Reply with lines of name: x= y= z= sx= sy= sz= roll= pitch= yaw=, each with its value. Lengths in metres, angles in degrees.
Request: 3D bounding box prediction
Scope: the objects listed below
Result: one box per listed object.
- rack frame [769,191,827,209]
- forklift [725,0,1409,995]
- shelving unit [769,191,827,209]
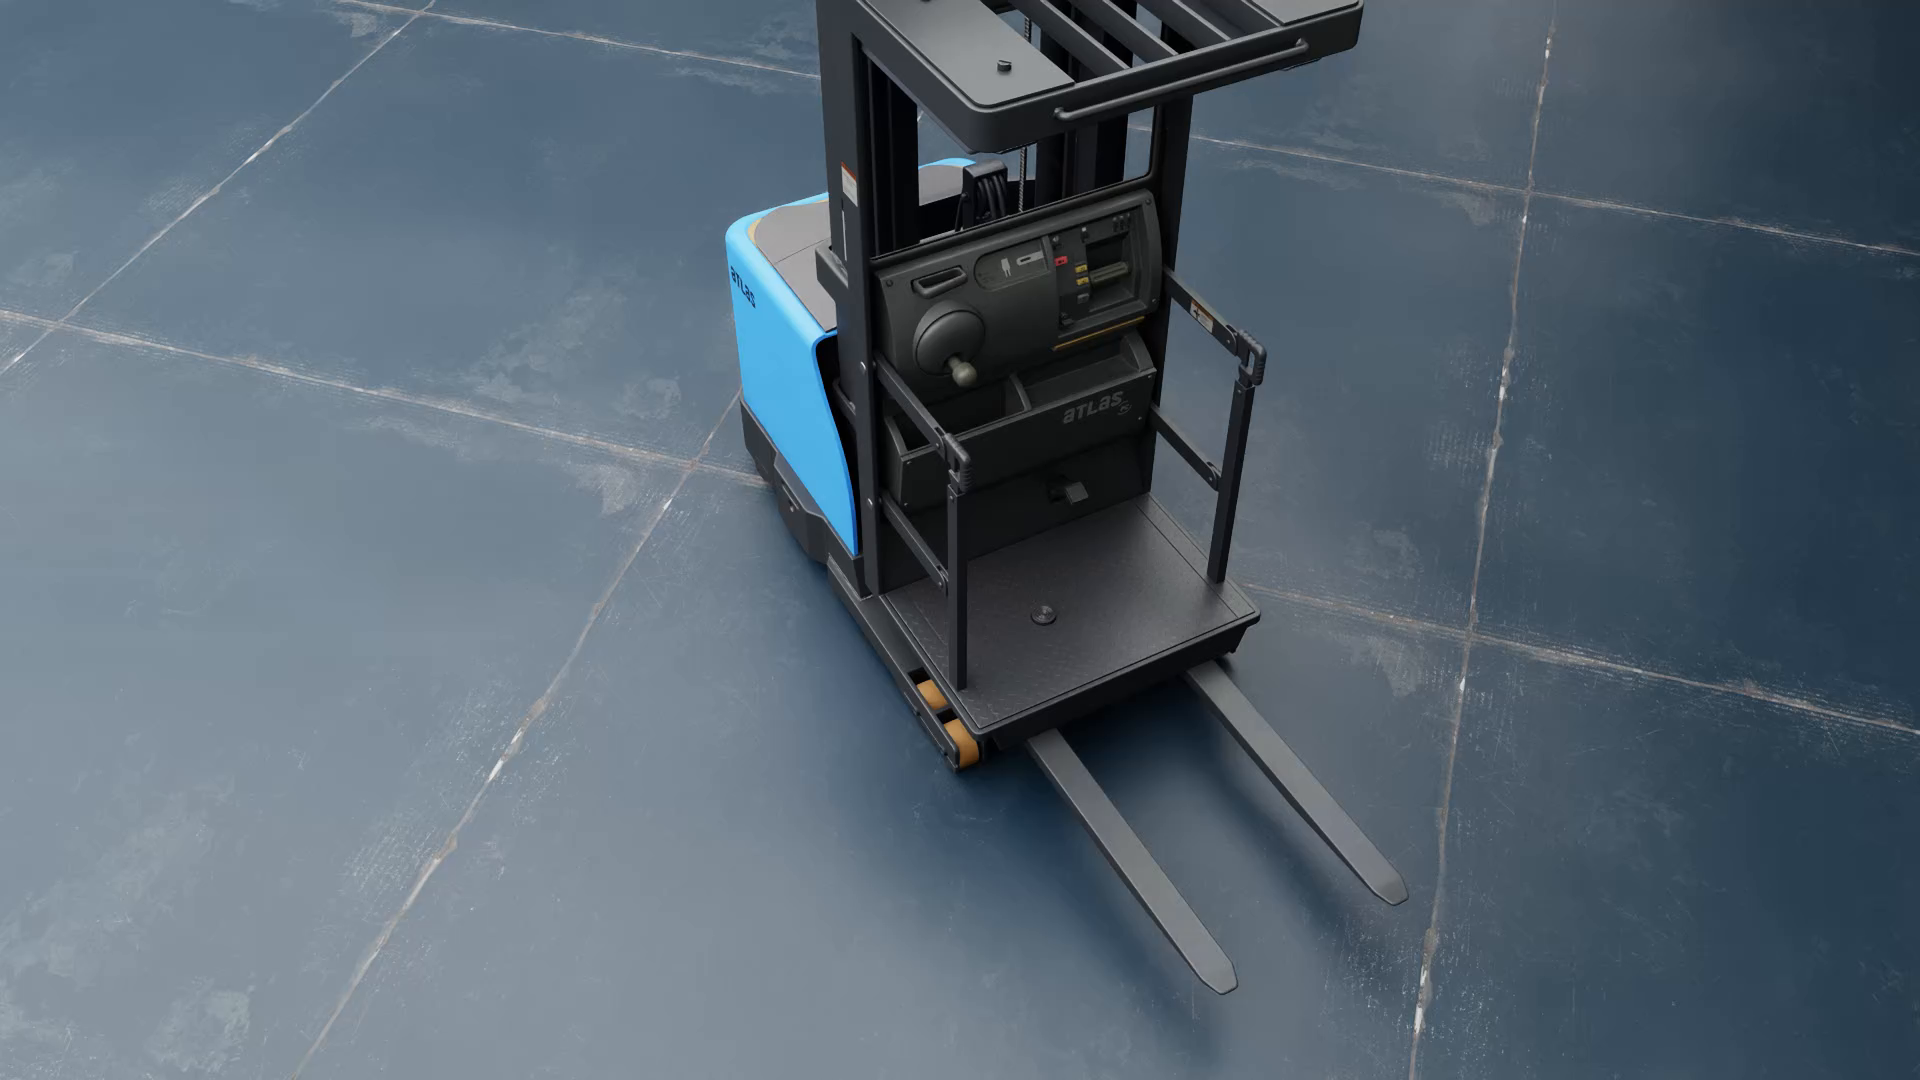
rack frame: x=-0.609 y=-0.963 z=6.590 sx=0.240 sy=0.900 sz=0.006 roll=-21 pitch=48 yaw=-20
forklift: x=0.300 y=-0.661 z=4.830 sx=1.130 sy=2.935 sz=3.031 roll=-21 pitch=48 yaw=-20
shelving unit: x=-0.561 y=-0.900 z=6.527 sx=0.258 sy=0.900 sz=0.210 roll=-21 pitch=48 yaw=-20
